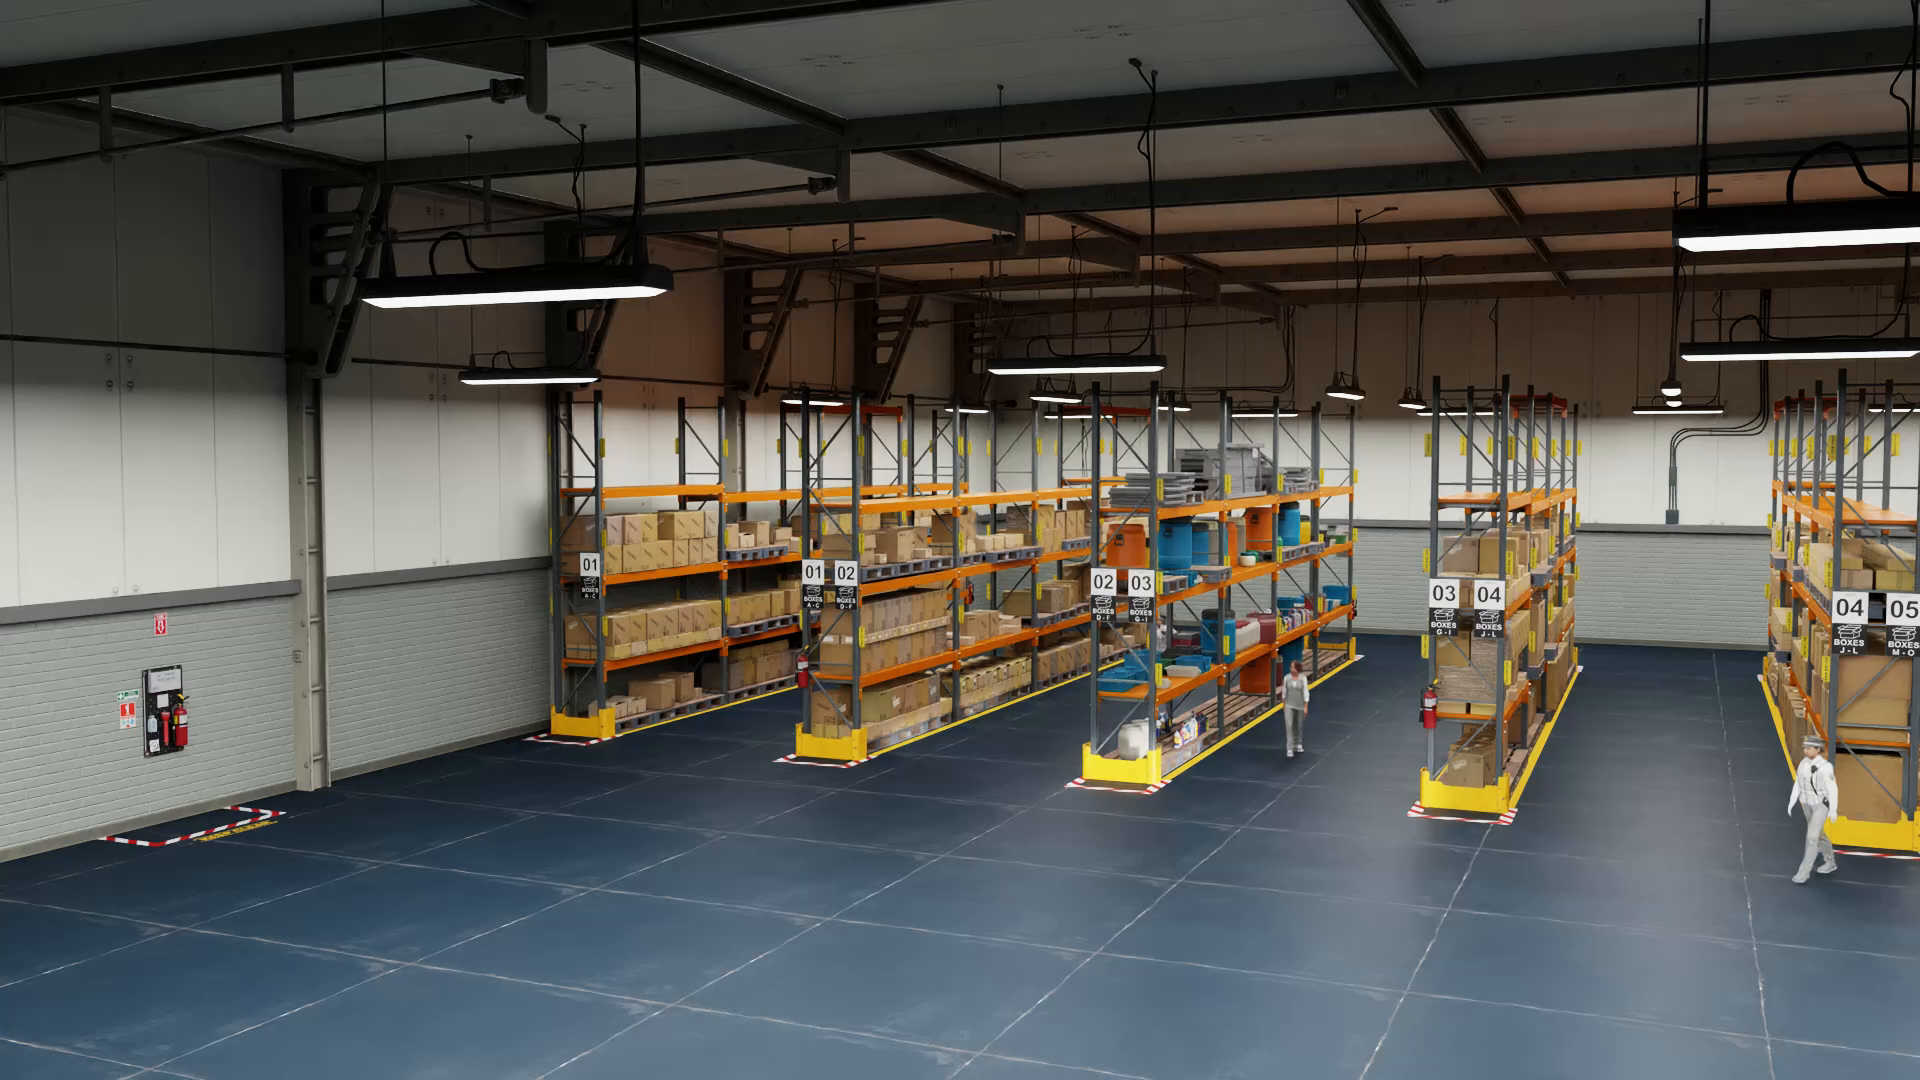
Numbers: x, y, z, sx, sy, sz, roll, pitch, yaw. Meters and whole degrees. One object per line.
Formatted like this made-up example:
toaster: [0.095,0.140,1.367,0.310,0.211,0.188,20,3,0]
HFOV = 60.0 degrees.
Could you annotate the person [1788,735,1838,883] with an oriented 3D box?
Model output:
person: [9.909,3.088,19.338,0.870,1.638,0.525,-1,3,-18]

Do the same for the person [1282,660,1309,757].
person: [5.436,2.717,26.934,0.437,1.545,0.943,1,3,13]

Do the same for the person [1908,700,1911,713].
person: [17.707,2.418,31.274,0.579,1.723,0.565,1,3,23]

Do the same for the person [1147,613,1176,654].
person: [4.227,2.297,34.495,0.655,1.609,0.699,2,4,35]
